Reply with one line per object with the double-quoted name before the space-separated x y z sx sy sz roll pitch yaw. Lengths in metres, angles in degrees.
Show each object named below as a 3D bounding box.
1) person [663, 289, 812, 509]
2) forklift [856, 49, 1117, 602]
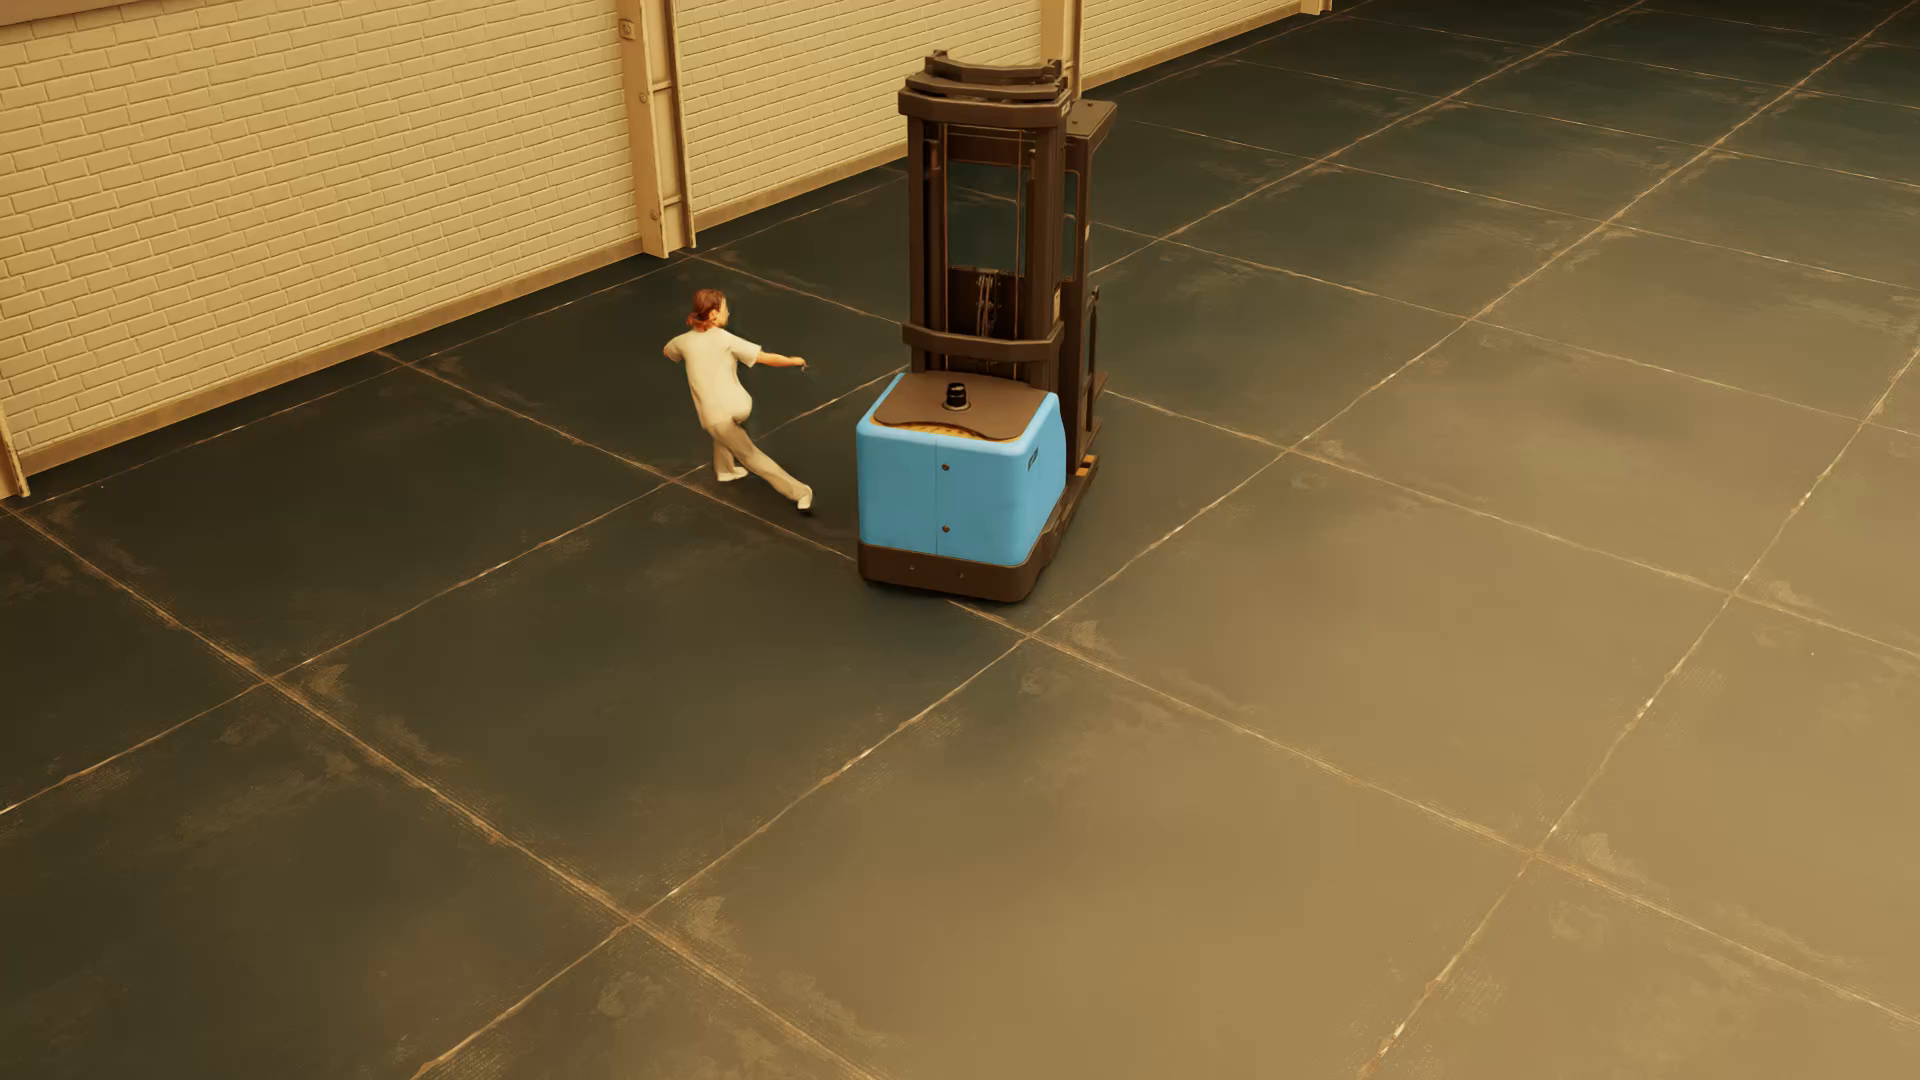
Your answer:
"person" -1.412 -0.934 10.666 0.878 1.419 0.892 -9 31 -14
"forklift" 0.309 -1.633 10.389 1.130 2.935 3.031 9 31 15
